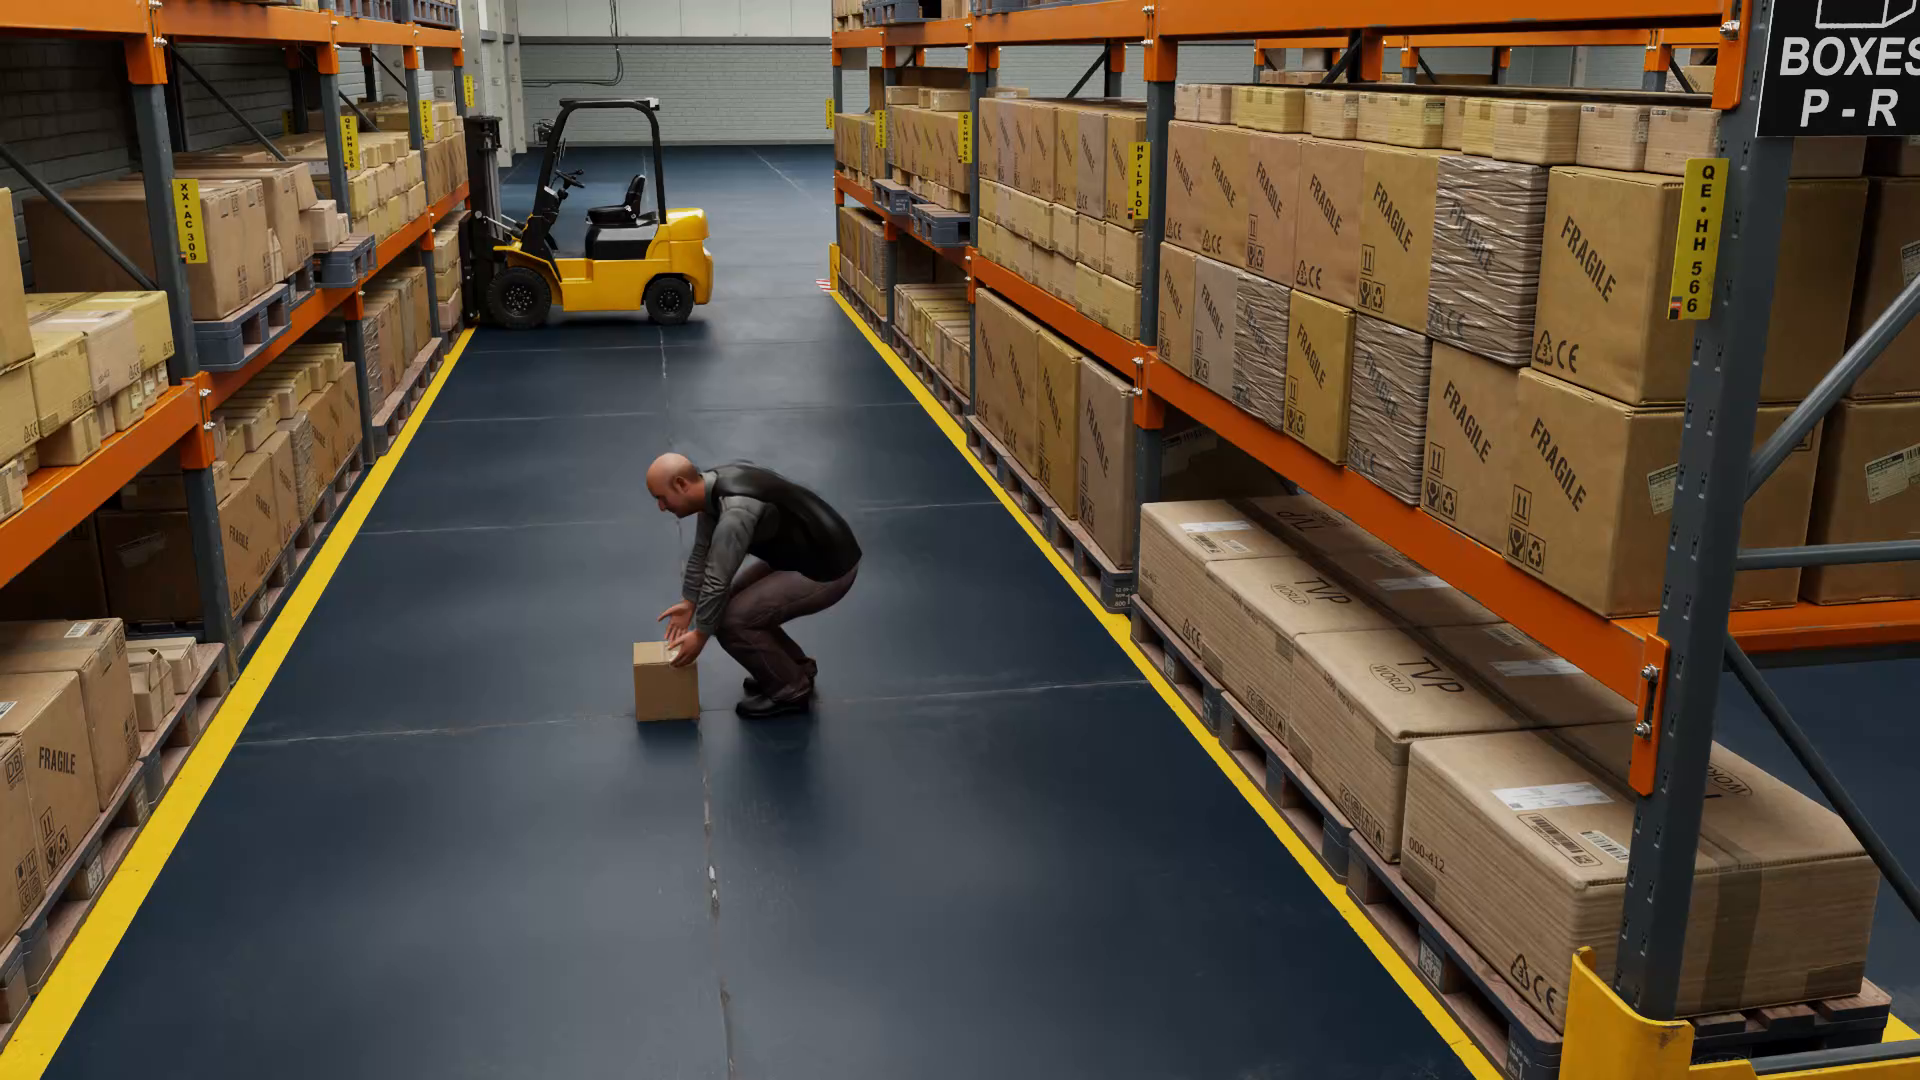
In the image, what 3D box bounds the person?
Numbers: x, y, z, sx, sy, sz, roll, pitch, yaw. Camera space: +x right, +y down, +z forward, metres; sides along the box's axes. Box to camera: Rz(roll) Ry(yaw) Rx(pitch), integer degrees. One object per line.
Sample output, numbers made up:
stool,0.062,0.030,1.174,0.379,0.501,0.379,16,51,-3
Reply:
person,-0.813,0.161,6.676,0.837,1.083,0.559,-3,17,-11
